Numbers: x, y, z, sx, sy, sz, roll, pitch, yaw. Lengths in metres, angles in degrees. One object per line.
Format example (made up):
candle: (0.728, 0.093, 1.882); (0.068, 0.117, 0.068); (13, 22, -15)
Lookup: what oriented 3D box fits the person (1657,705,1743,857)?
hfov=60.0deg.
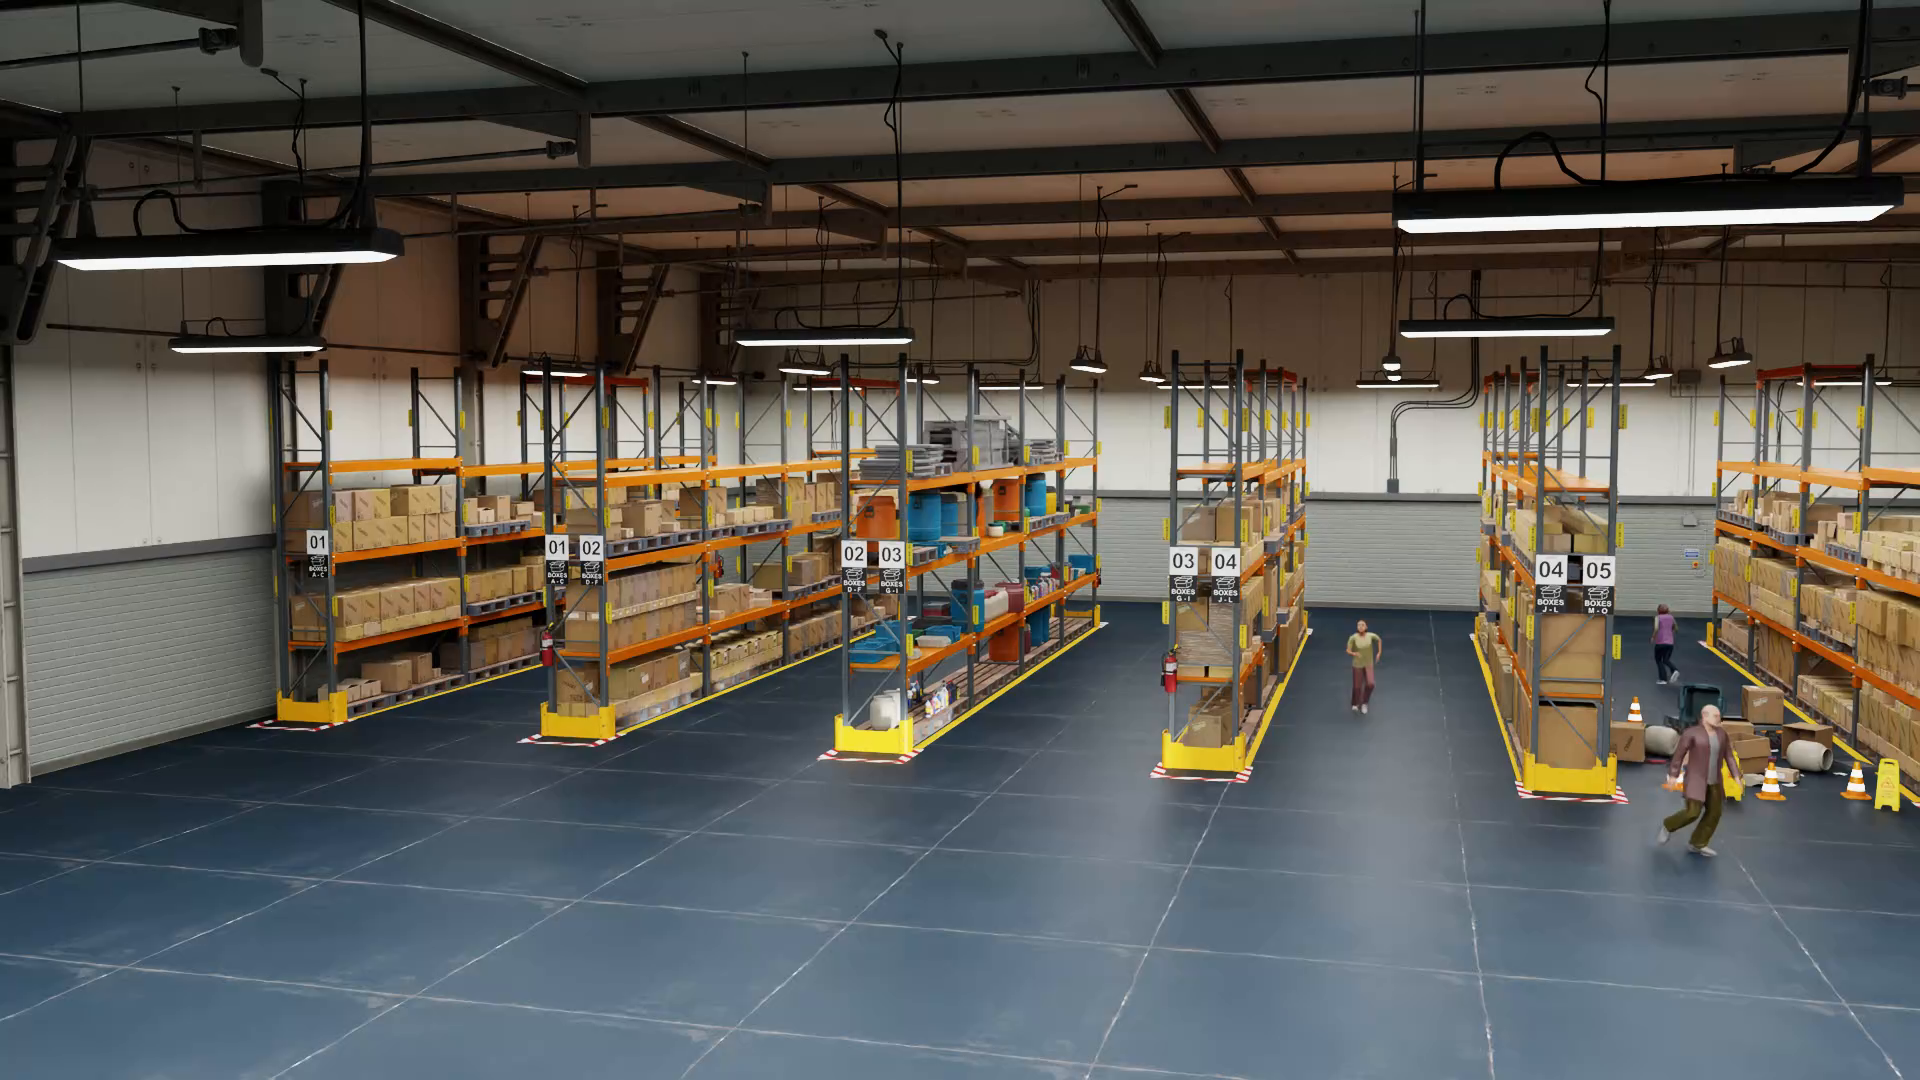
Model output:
person: (8.506, 2.751, 19.146); (0.741, 1.744, 0.736); (-1, 4, -14)

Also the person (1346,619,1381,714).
person: (6.842, 2.134, 28.177); (0.610, 1.618, 0.790); (1, 4, 7)

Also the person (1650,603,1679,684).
person: (13.375, 1.975, 31.476); (0.535, 1.538, 0.685); (0, 4, -4)
